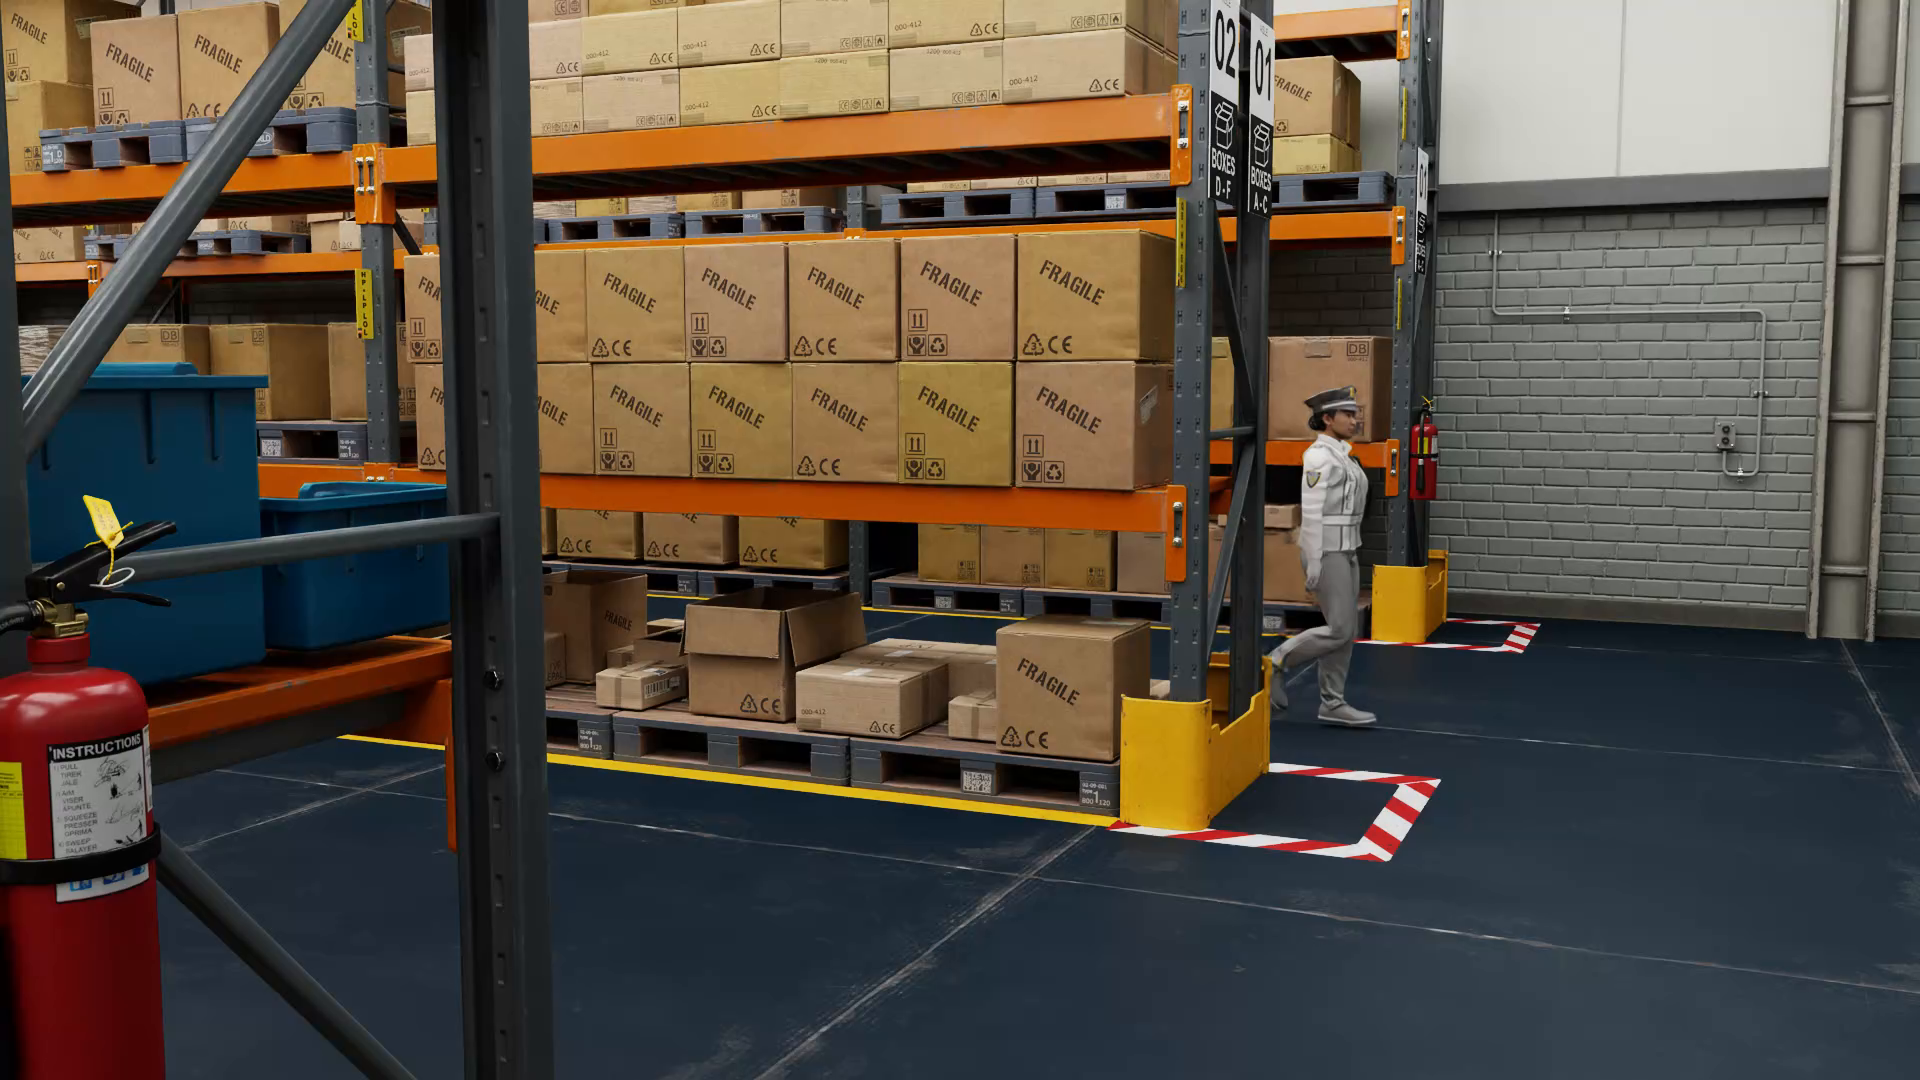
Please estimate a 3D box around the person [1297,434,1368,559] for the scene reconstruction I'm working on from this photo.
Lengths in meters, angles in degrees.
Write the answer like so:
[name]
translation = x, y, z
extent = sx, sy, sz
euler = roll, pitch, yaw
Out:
[person]
translation = 1.827, -0.207, 8.175
extent = 0.319, 0.627, 0.502
euler = 3, 6, 26
